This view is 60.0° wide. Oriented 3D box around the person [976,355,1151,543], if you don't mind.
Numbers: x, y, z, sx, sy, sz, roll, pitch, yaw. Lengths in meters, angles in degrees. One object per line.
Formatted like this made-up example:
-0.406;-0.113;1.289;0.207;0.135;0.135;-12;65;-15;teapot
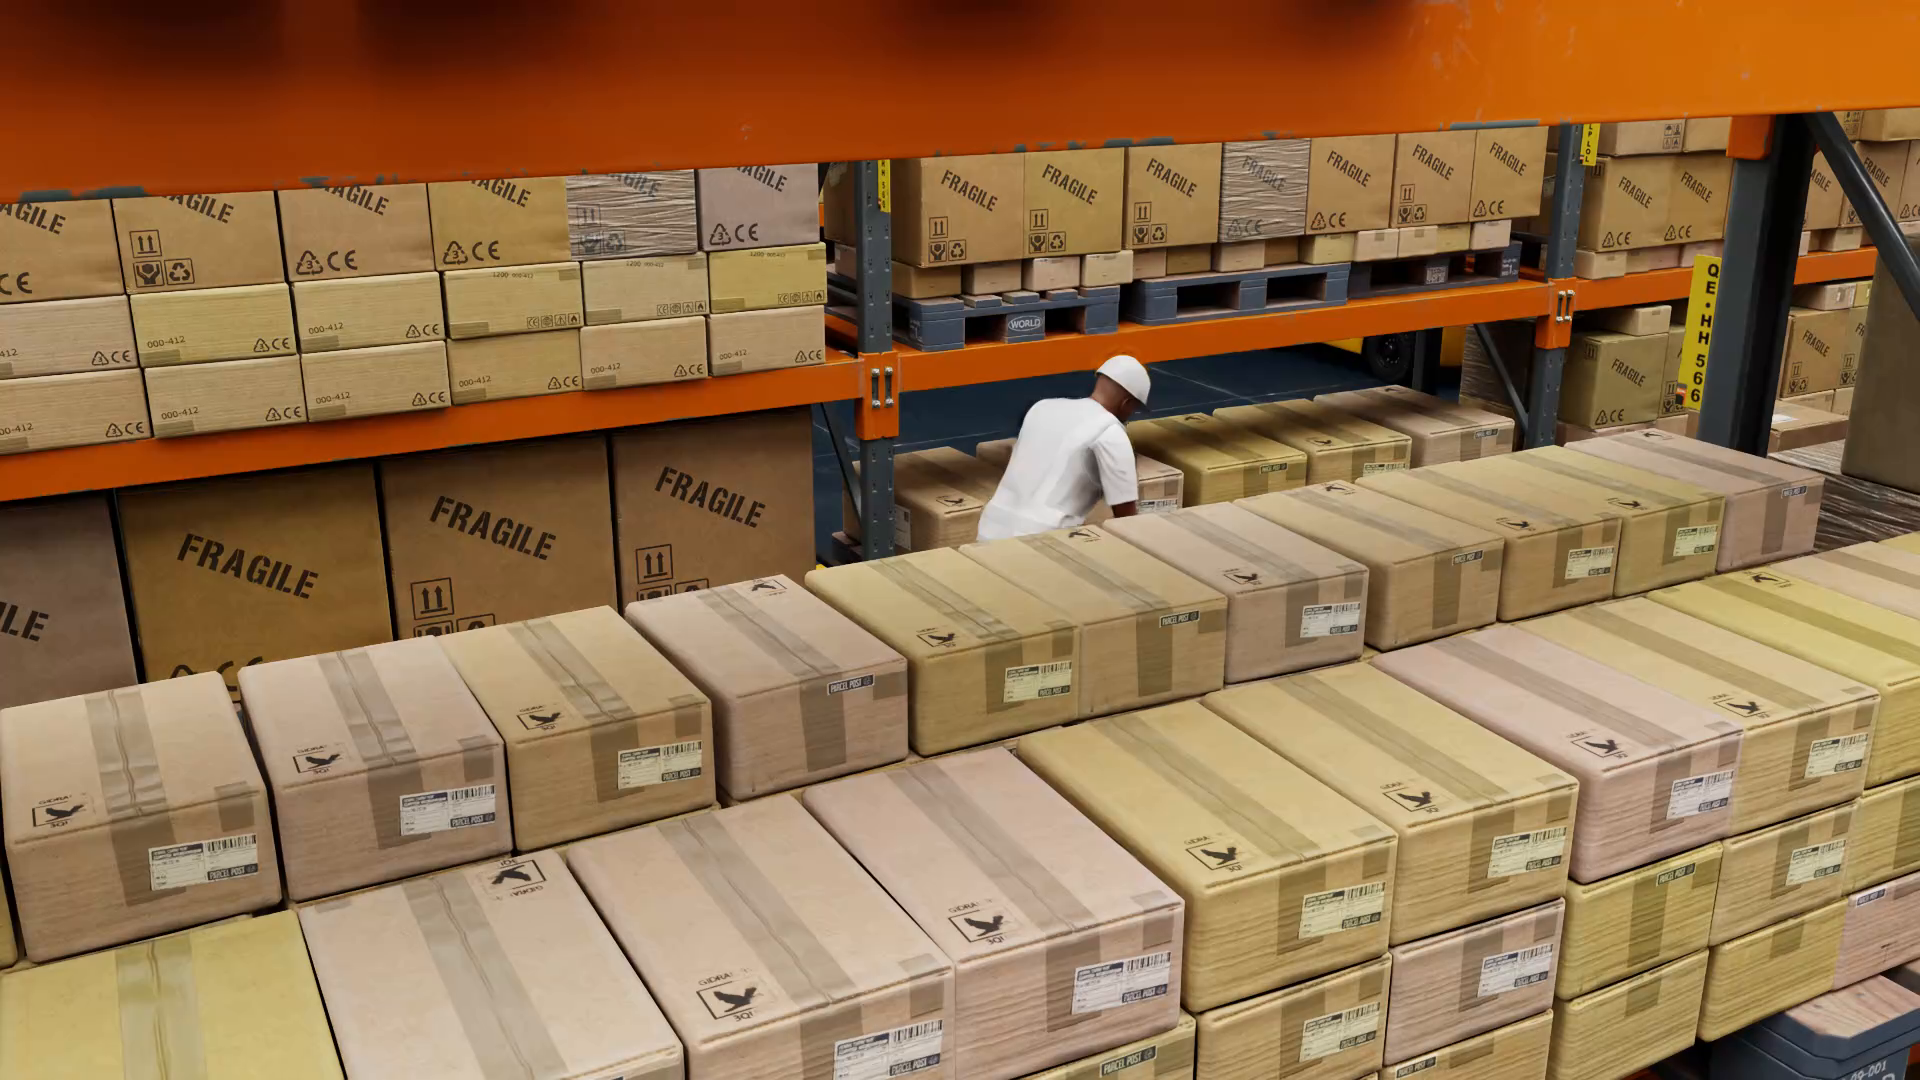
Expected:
0.418;0.004;6.540;0.747;1.432;0.631;-11;21;-29;person
